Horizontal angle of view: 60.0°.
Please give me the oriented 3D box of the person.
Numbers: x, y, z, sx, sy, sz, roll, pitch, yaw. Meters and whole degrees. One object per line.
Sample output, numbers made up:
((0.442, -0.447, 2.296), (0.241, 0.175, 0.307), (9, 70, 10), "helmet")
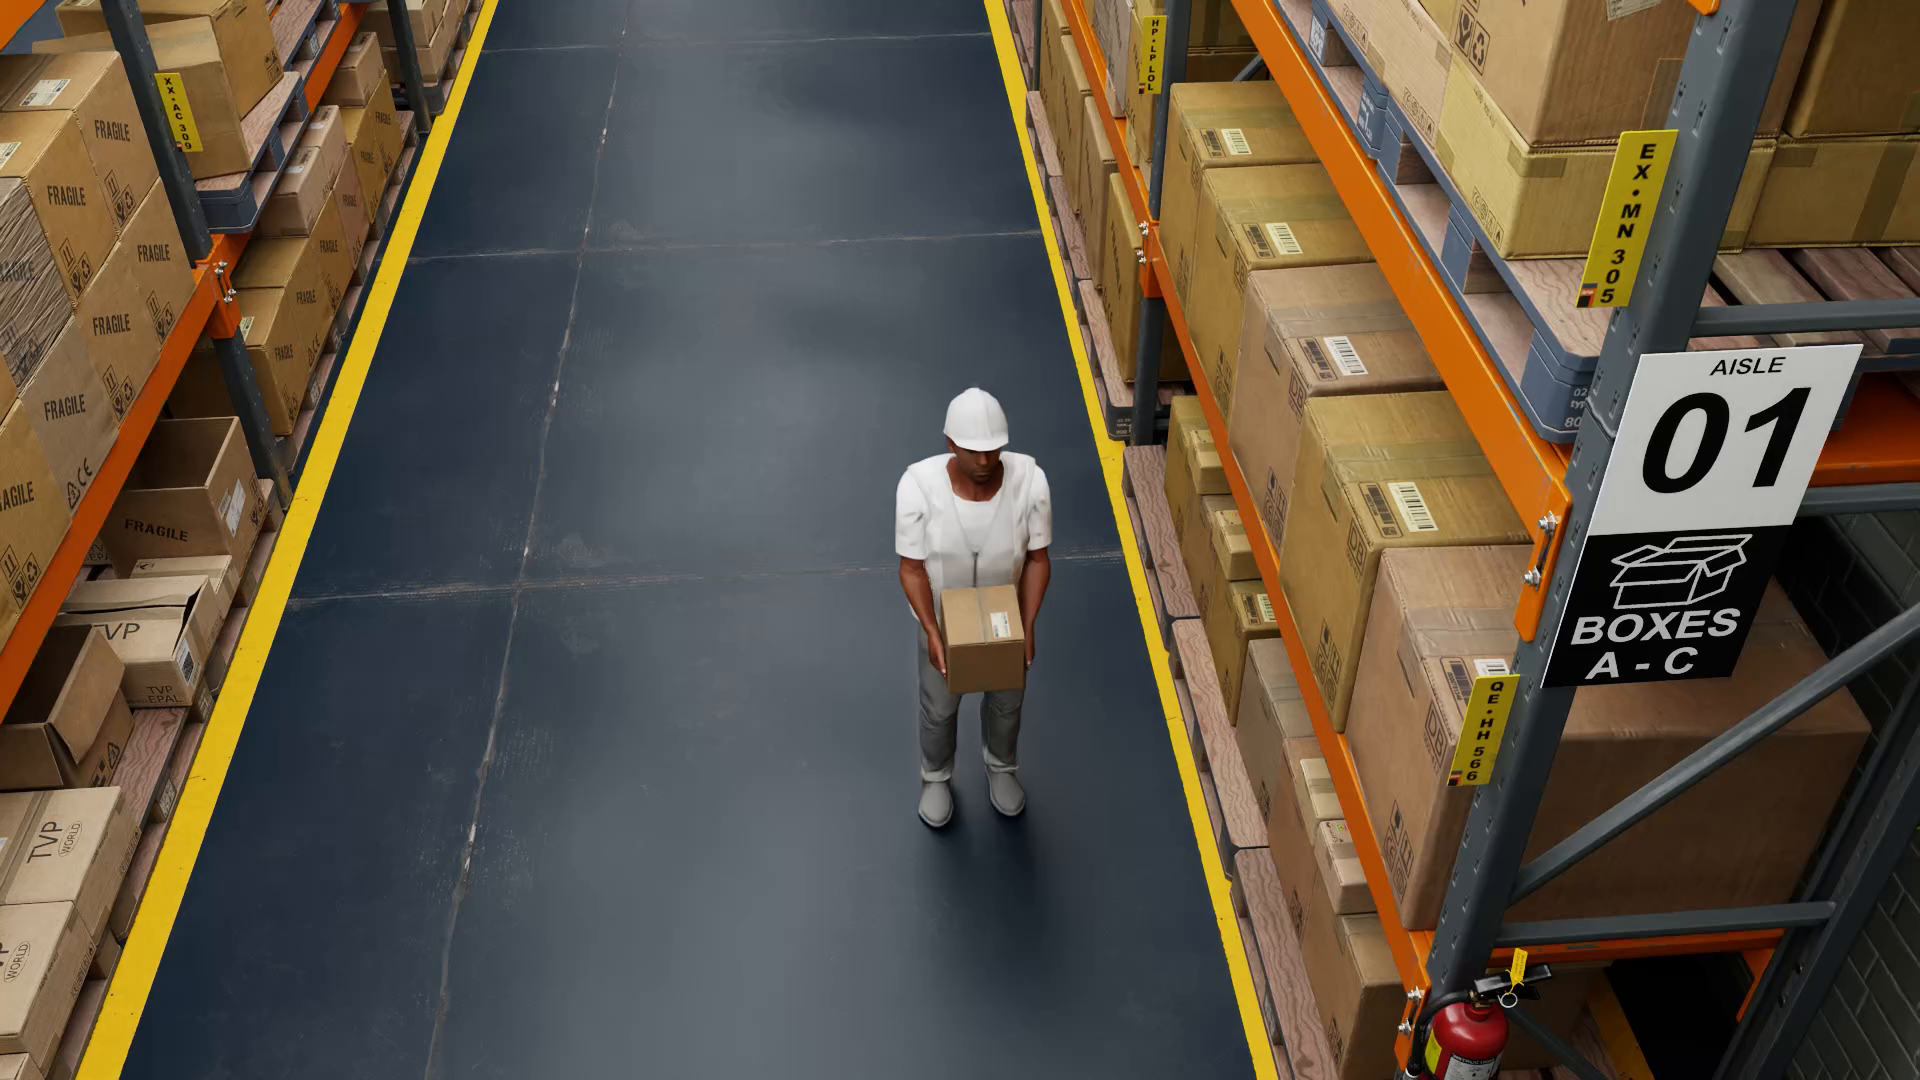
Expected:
((0.057, 0.305, 5.756), (0.535, 1.768, 0.560), (-4, 39, -5), "person")
